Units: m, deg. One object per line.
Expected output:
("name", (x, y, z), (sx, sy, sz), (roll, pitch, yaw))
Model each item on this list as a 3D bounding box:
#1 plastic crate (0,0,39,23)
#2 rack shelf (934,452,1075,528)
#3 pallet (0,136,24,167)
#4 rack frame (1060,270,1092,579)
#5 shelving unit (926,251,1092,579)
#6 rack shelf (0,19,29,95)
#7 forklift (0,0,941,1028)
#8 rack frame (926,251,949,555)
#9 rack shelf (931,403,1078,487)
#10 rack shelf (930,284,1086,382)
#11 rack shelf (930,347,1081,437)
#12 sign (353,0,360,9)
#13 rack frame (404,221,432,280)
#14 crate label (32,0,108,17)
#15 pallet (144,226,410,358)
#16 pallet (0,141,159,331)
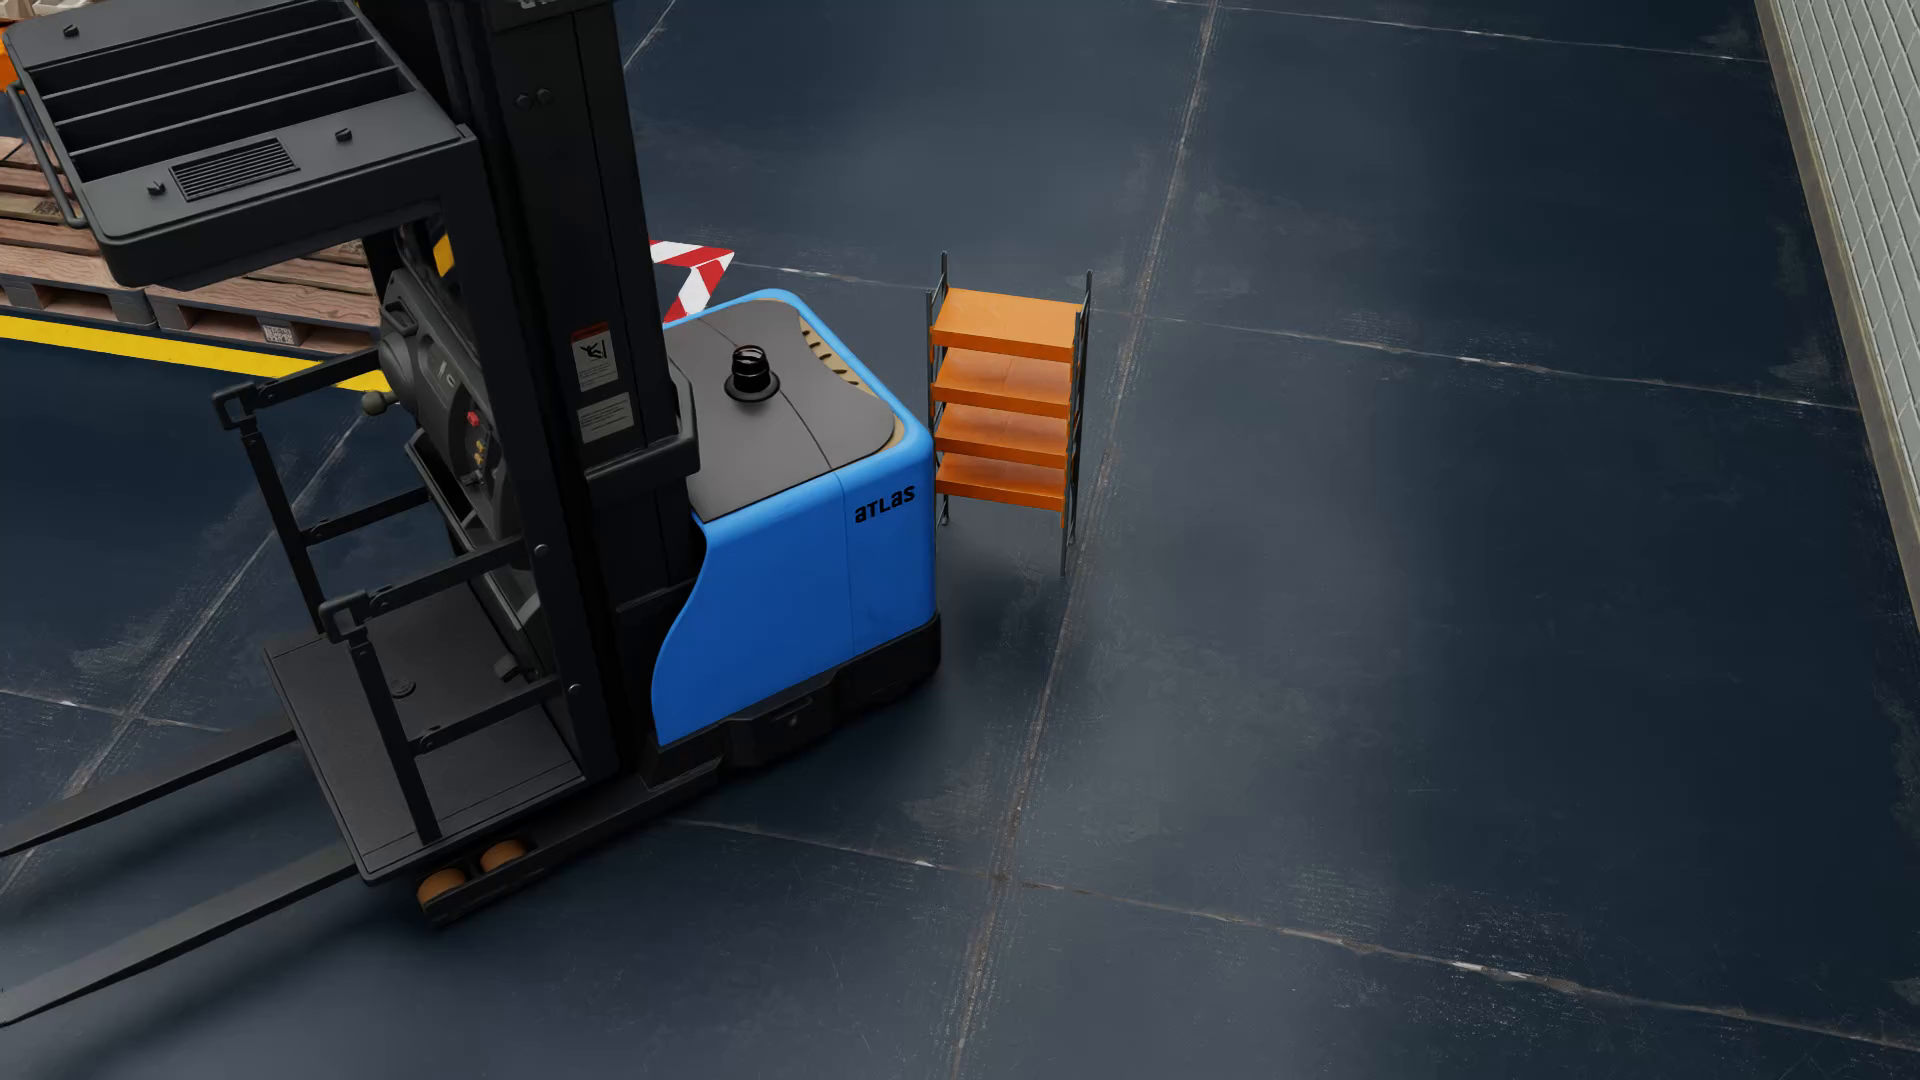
("plastic crate", (-3.662, -2.112, 6.429), (0.250, 0.136, 0.298), (9, 45, 9))
("rack shelf", (0.162, -0.216, 5.992), (0.480, 0.148, 0.258), (9, 45, 9))
("pallet", (-5.154, -1.589, 7.749), (1.213, 0.211, 1.003), (9, 45, 9))
("rack frame", (0.400, -0.370, 5.769), (0.015, 1.200, 0.240), (9, 45, 9))
("shelving unit", (0.162, -0.407, 5.808), (0.503, 1.200, 0.258), (9, 45, 9))
("rack shelf", (-3.928, -2.117, 6.805), (4.000, 0.370, 1.077), (9, 45, 9))
("forklift", (-1.583, -0.320, 4.469), (3.031, 2.935, 1.130), (-24, 49, -23))
("rack frame", (-0.077, -0.444, 5.846), (0.015, 1.200, 0.240), (9, 45, 9))
("rack shelf", (0.162, -0.359, 5.855), (0.480, 0.148, 0.258), (9, 45, 9))
("rack shelf", (0.162, -0.690, 5.535), (0.480, 0.148, 0.258), (9, 45, 9))
("rack shelf", (0.162, -0.520, 5.699), (0.480, 0.148, 0.258), (9, 45, 9))
("sign", (-2.081, -1.757, 5.795), (0.005, 0.325, 0.100), (9, 45, 9))
("rack frame", (-1.977, -2.073, 6.241), (0.127, 3.000, 1.000), (9, 45, 9))
("crate label", (-3.369, -2.080, 6.395), (0.243, 0.136, 0.396), (9, 45, 9))
("pallet", (-2.773, -1.220, 7.365), (1.213, 0.211, 1.003), (9, 45, 9))
("pallet", (-3.960, -1.406, 7.558), (1.213, 0.211, 1.003), (9, 45, 9))
